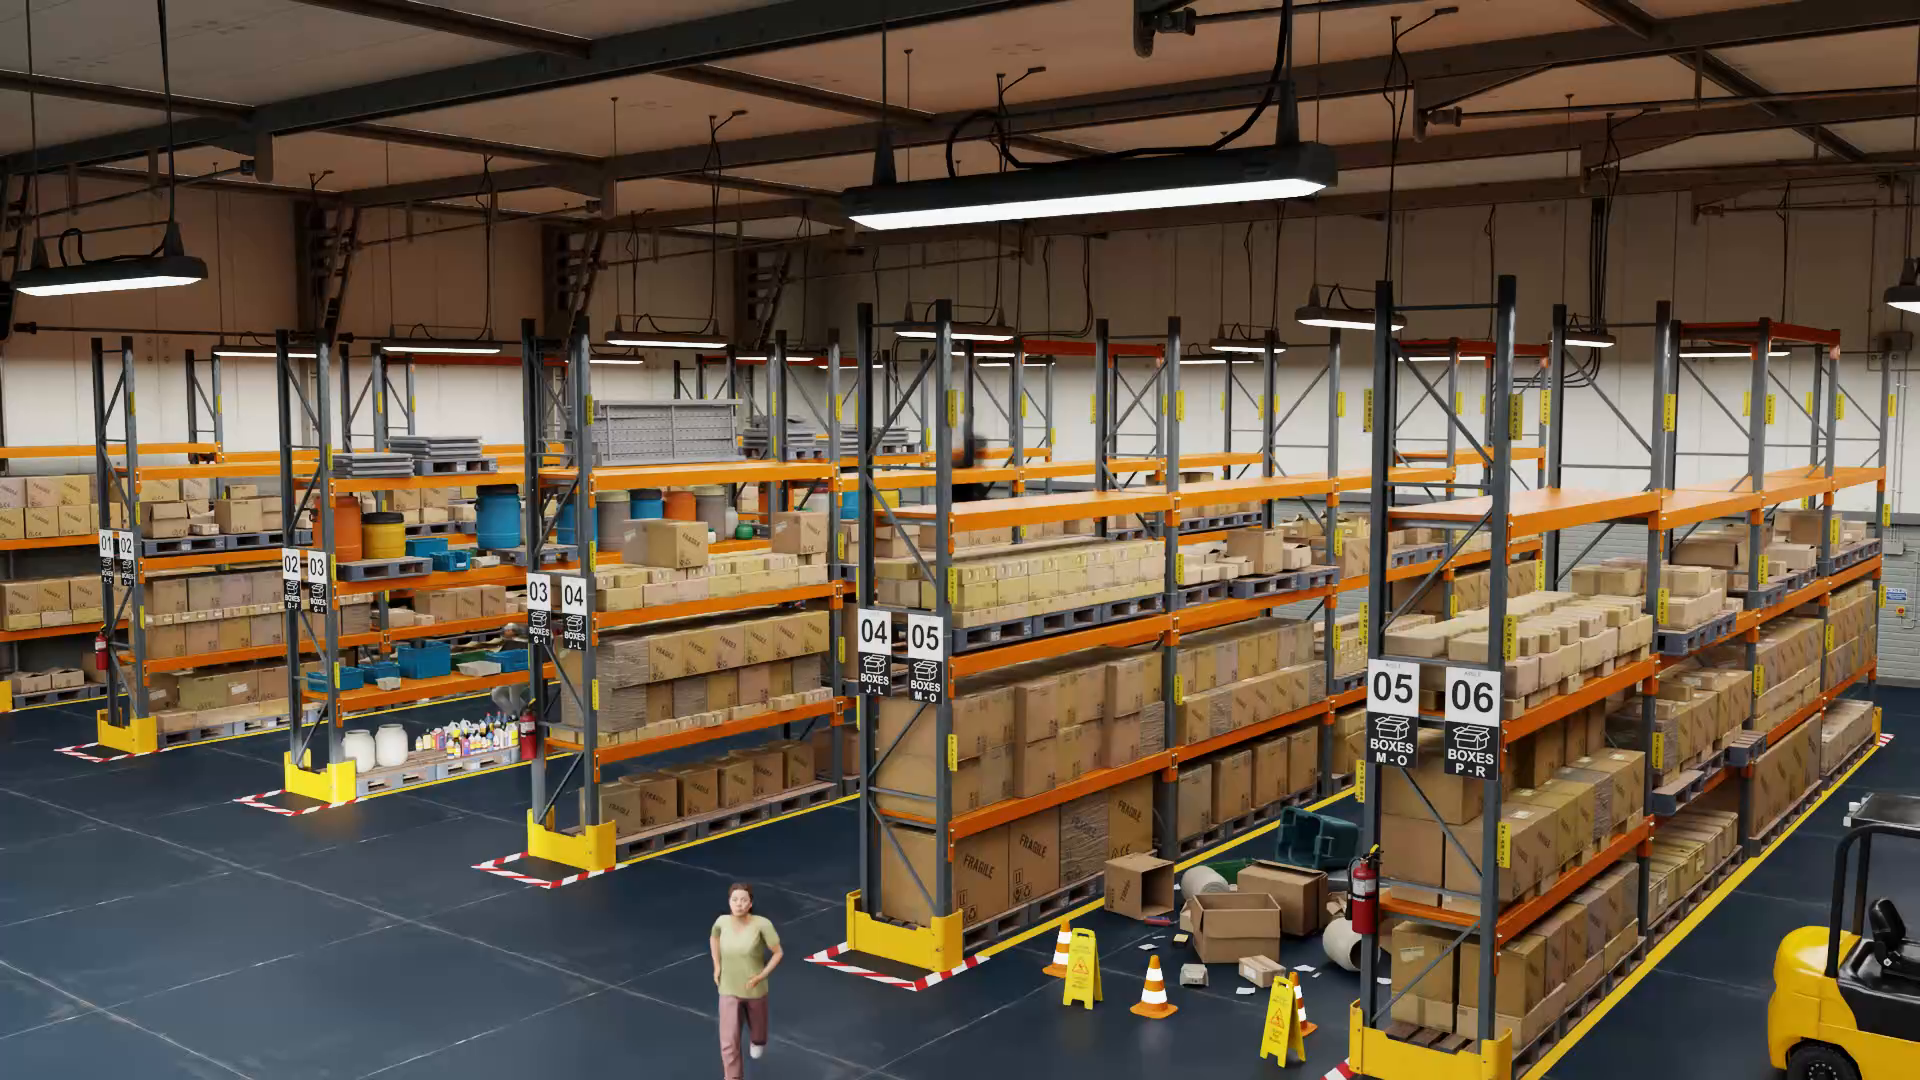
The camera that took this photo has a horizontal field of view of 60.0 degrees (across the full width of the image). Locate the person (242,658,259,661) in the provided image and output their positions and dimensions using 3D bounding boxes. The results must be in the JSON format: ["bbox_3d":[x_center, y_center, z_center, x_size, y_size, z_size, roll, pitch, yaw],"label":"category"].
[{"bbox_3d":[-12.043,1.887,28.203,0.615,1.658,0.541,2,5,23],"label":"person"}]

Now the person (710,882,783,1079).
[{"bbox_3d":[-1.558,3.301,12.123,0.548,1.667,1.105,0,5,-3],"label":"person"}]

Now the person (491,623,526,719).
[{"bbox_3d":[-6.926,2.104,25.743,0.663,1.664,0.593,5,7,44],"label":"person"}]
